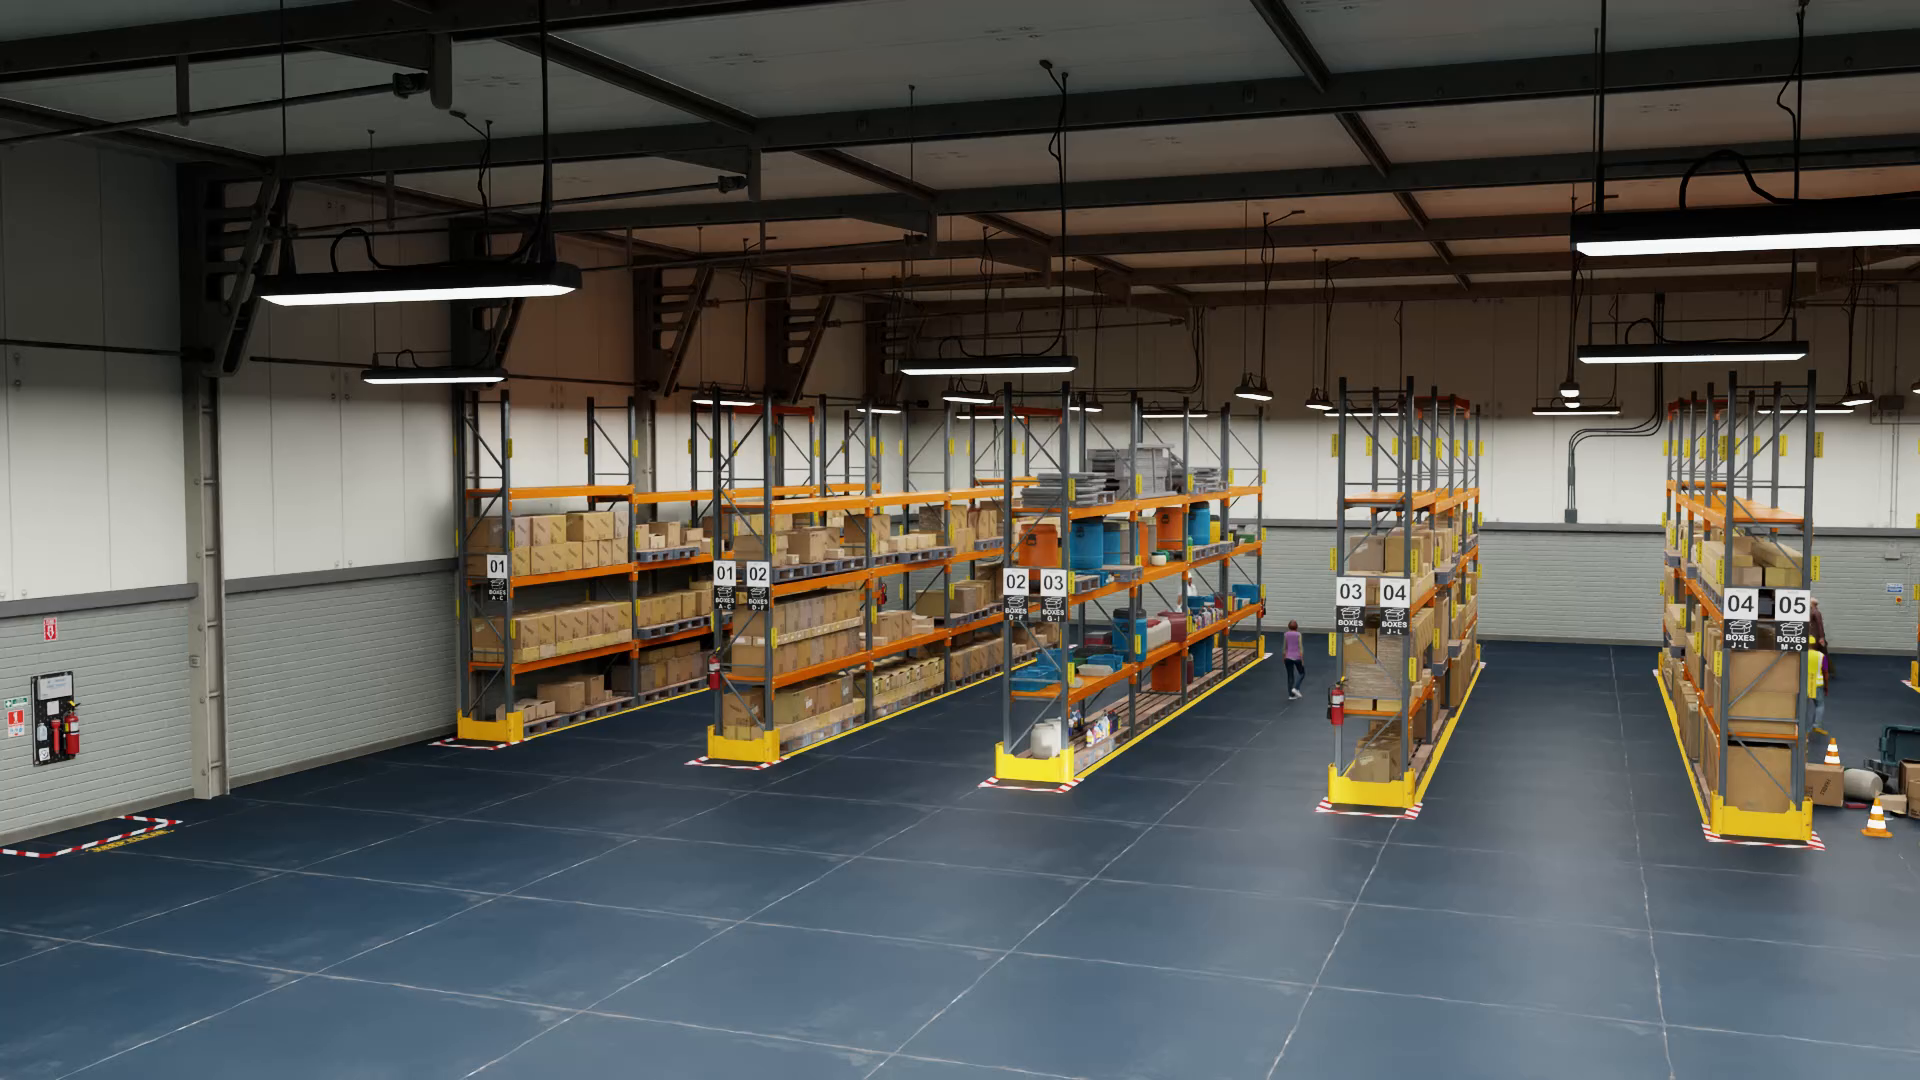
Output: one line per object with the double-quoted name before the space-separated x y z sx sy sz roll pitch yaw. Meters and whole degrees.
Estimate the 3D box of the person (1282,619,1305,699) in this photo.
"person" 6.612 2.391 33.081 0.438 1.583 0.441 2 4 26

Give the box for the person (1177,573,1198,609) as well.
"person" 6.030 1.733 43.302 0.579 1.743 0.991 -3 4 -41

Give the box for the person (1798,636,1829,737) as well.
"person" 14.762 2.536 28.883 0.594 1.765 0.548 1 3 20

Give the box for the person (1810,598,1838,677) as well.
"person" 18.585 2.117 36.269 1.068 1.717 0.578 2 4 36
